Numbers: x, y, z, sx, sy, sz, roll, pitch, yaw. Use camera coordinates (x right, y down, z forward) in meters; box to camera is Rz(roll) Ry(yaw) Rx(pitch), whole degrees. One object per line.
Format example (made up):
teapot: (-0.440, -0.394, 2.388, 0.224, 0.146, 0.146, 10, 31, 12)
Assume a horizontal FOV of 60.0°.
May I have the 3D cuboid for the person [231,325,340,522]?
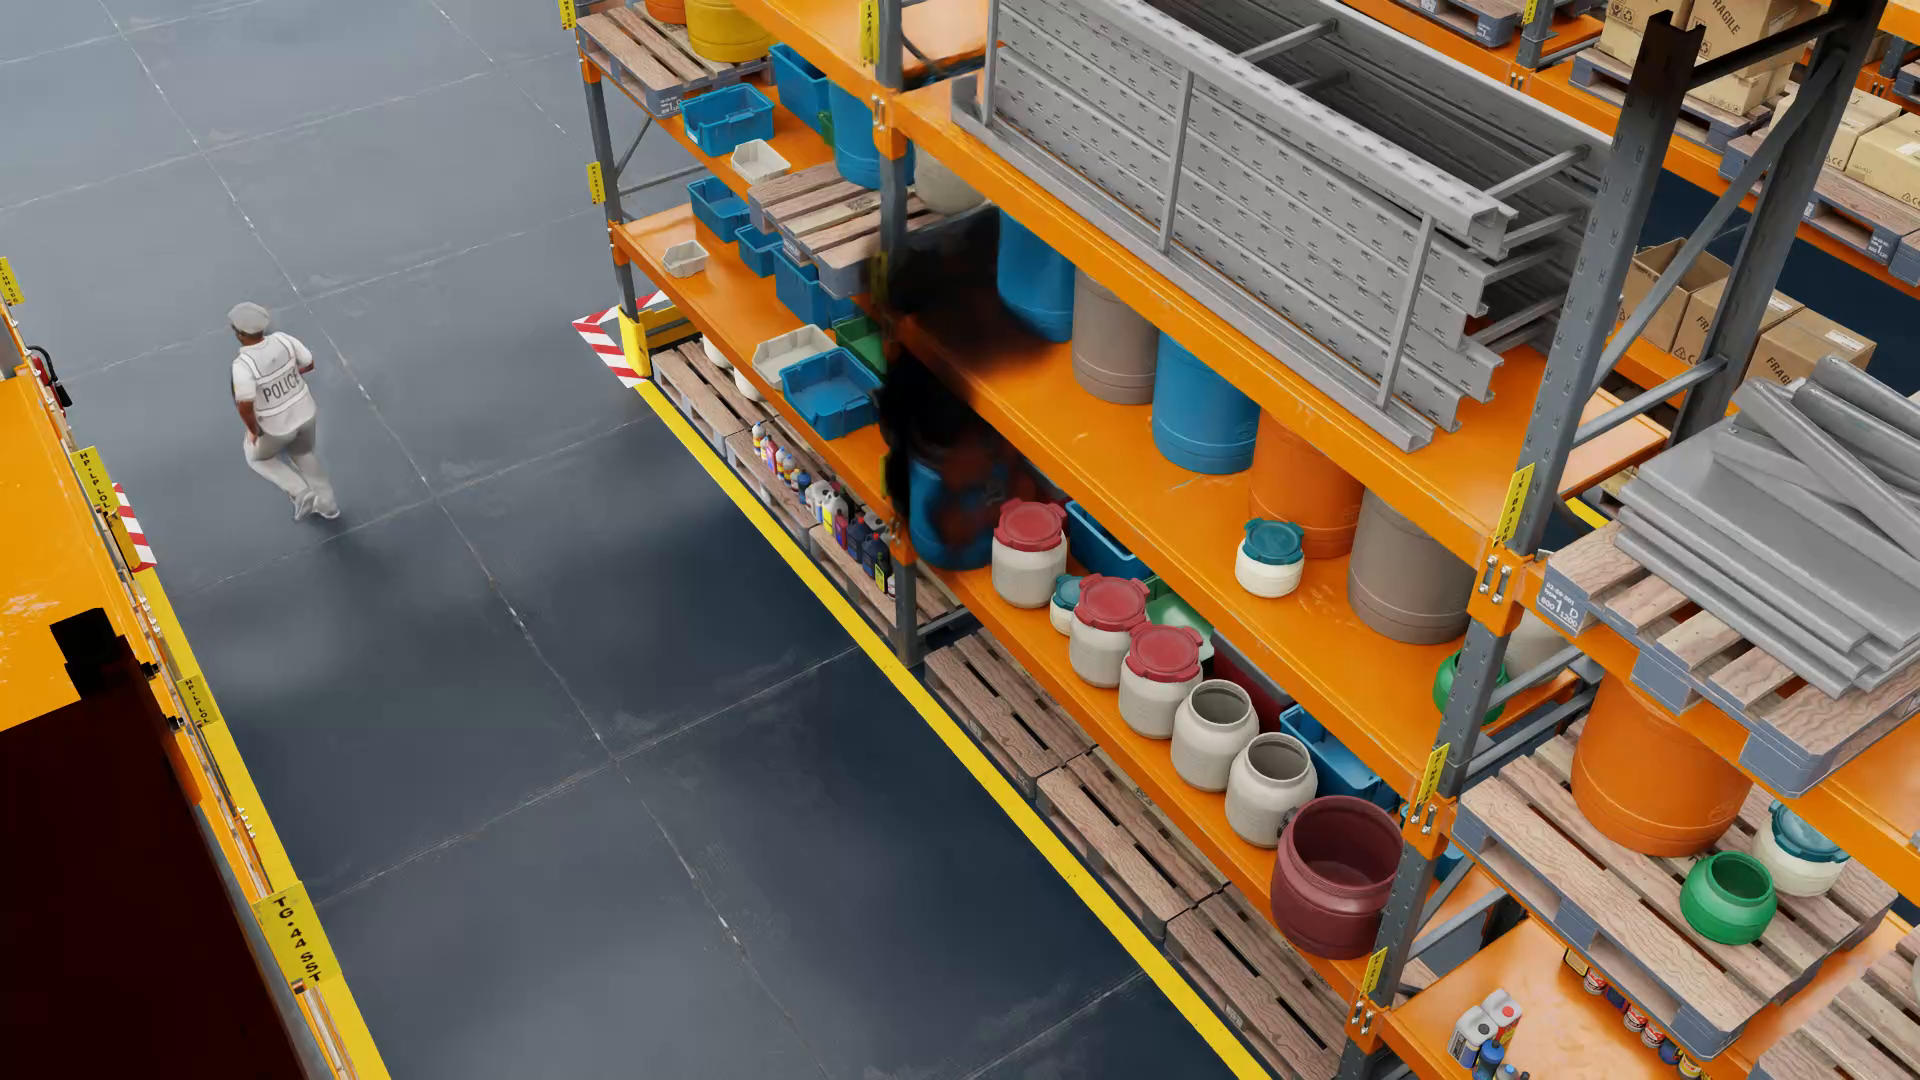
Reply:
person: (-4.717, -0.865, 11.461, 0.608, 1.672, 0.690, 24, 48, 23)
